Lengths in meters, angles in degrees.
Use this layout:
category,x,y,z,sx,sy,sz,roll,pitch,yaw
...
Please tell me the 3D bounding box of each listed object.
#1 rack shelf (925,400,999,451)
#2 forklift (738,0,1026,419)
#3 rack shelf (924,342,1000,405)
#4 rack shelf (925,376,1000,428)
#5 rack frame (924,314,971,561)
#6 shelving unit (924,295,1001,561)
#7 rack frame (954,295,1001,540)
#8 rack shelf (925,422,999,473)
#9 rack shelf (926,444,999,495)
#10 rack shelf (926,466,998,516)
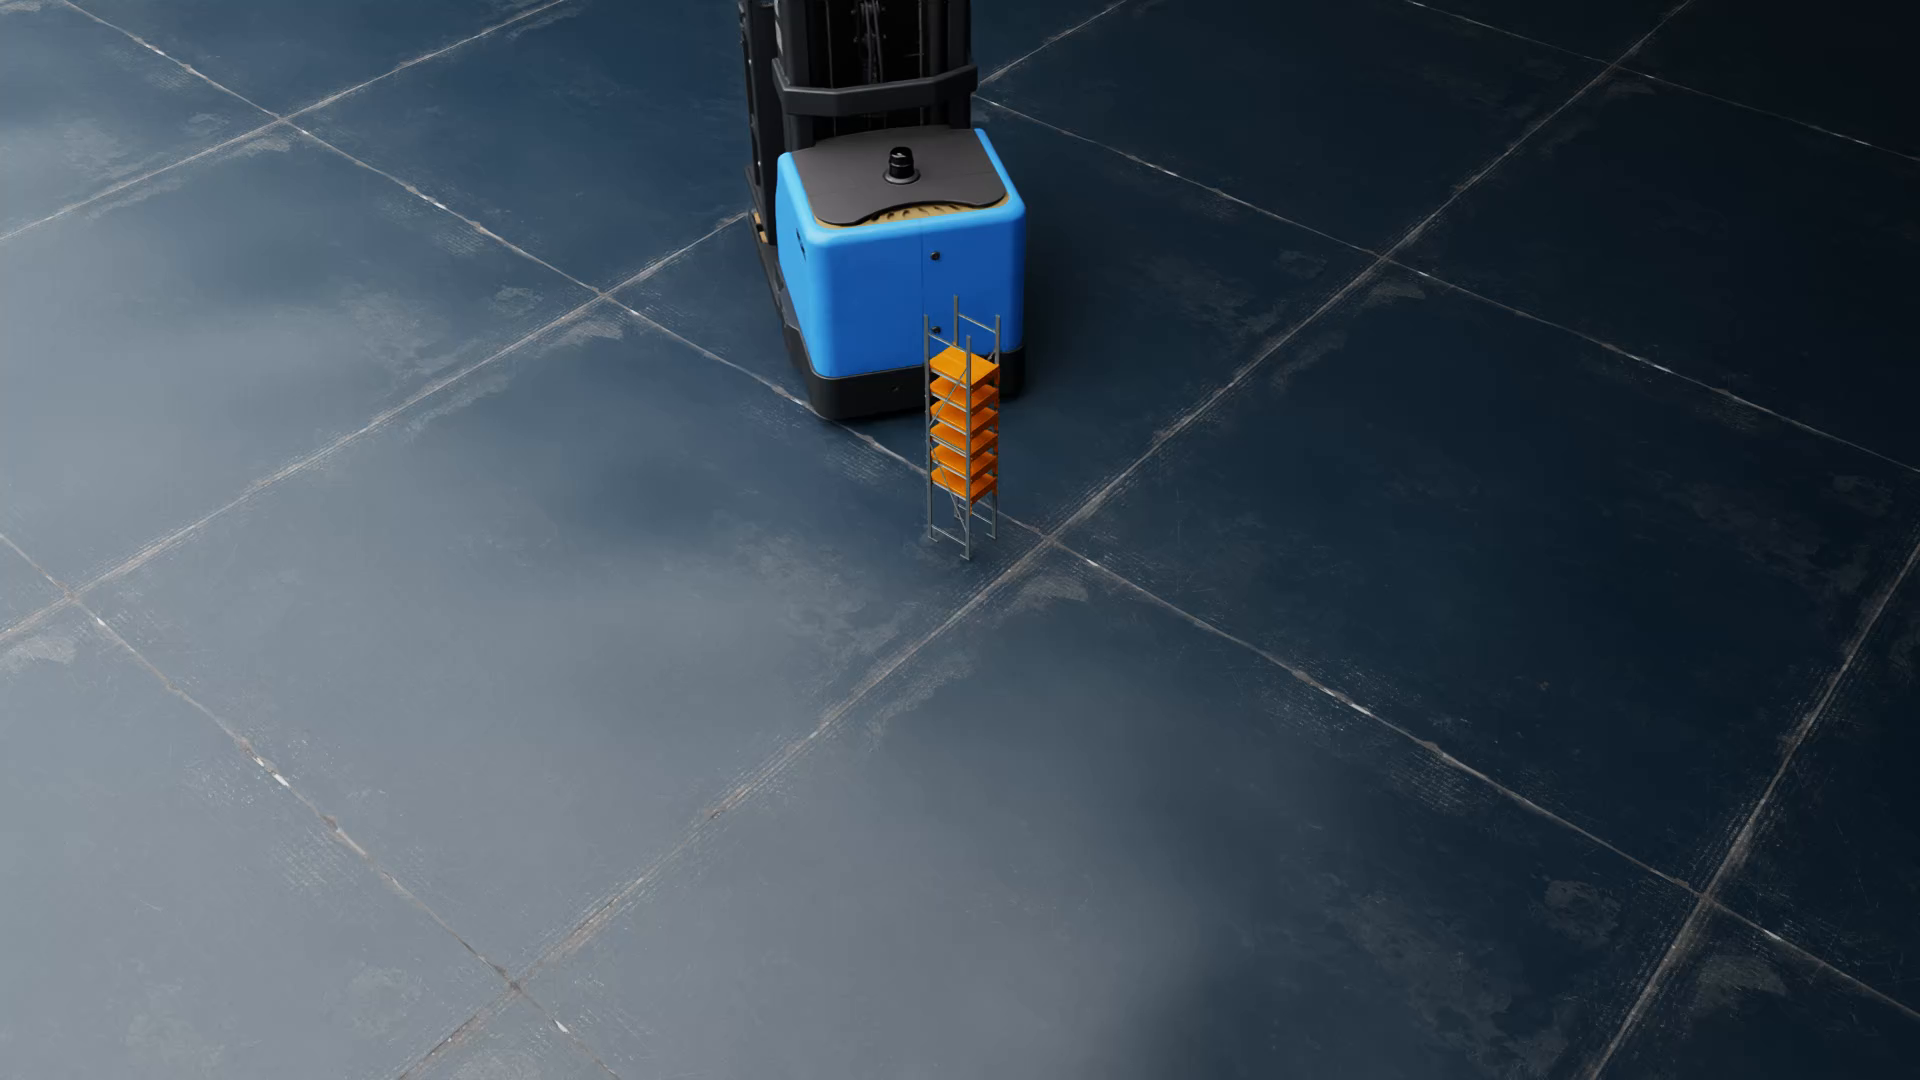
category,x,y,z,sx,sy,sz,roll,pitch,yaw
rack shelf,0.009,-0.507,6.986,0.258,0.103,0.180,29,50,28
forklift,-0.547,-2.666,8.186,1.130,2.935,3.031,-10,43,-11
rack shelf,0.009,-0.685,6.825,0.258,0.103,0.180,29,50,28
rack shelf,0.009,-0.596,6.905,0.258,0.103,0.180,29,50,28
rack frame,-0.050,-0.404,6.985,0.240,1.200,0.006,29,50,28
shelving unit,0.009,-0.451,7.037,0.258,1.200,0.189,29,50,28
rack frame,0.068,-0.498,7.089,0.240,1.200,0.006,29,50,28
rack shelf,0.009,-0.419,7.067,0.258,0.103,0.180,29,50,28
rack shelf,0.009,-0.330,7.147,0.258,0.103,0.180,29,50,28
rack shelf,0.009,-0.241,7.228,0.258,0.103,0.180,29,50,28
